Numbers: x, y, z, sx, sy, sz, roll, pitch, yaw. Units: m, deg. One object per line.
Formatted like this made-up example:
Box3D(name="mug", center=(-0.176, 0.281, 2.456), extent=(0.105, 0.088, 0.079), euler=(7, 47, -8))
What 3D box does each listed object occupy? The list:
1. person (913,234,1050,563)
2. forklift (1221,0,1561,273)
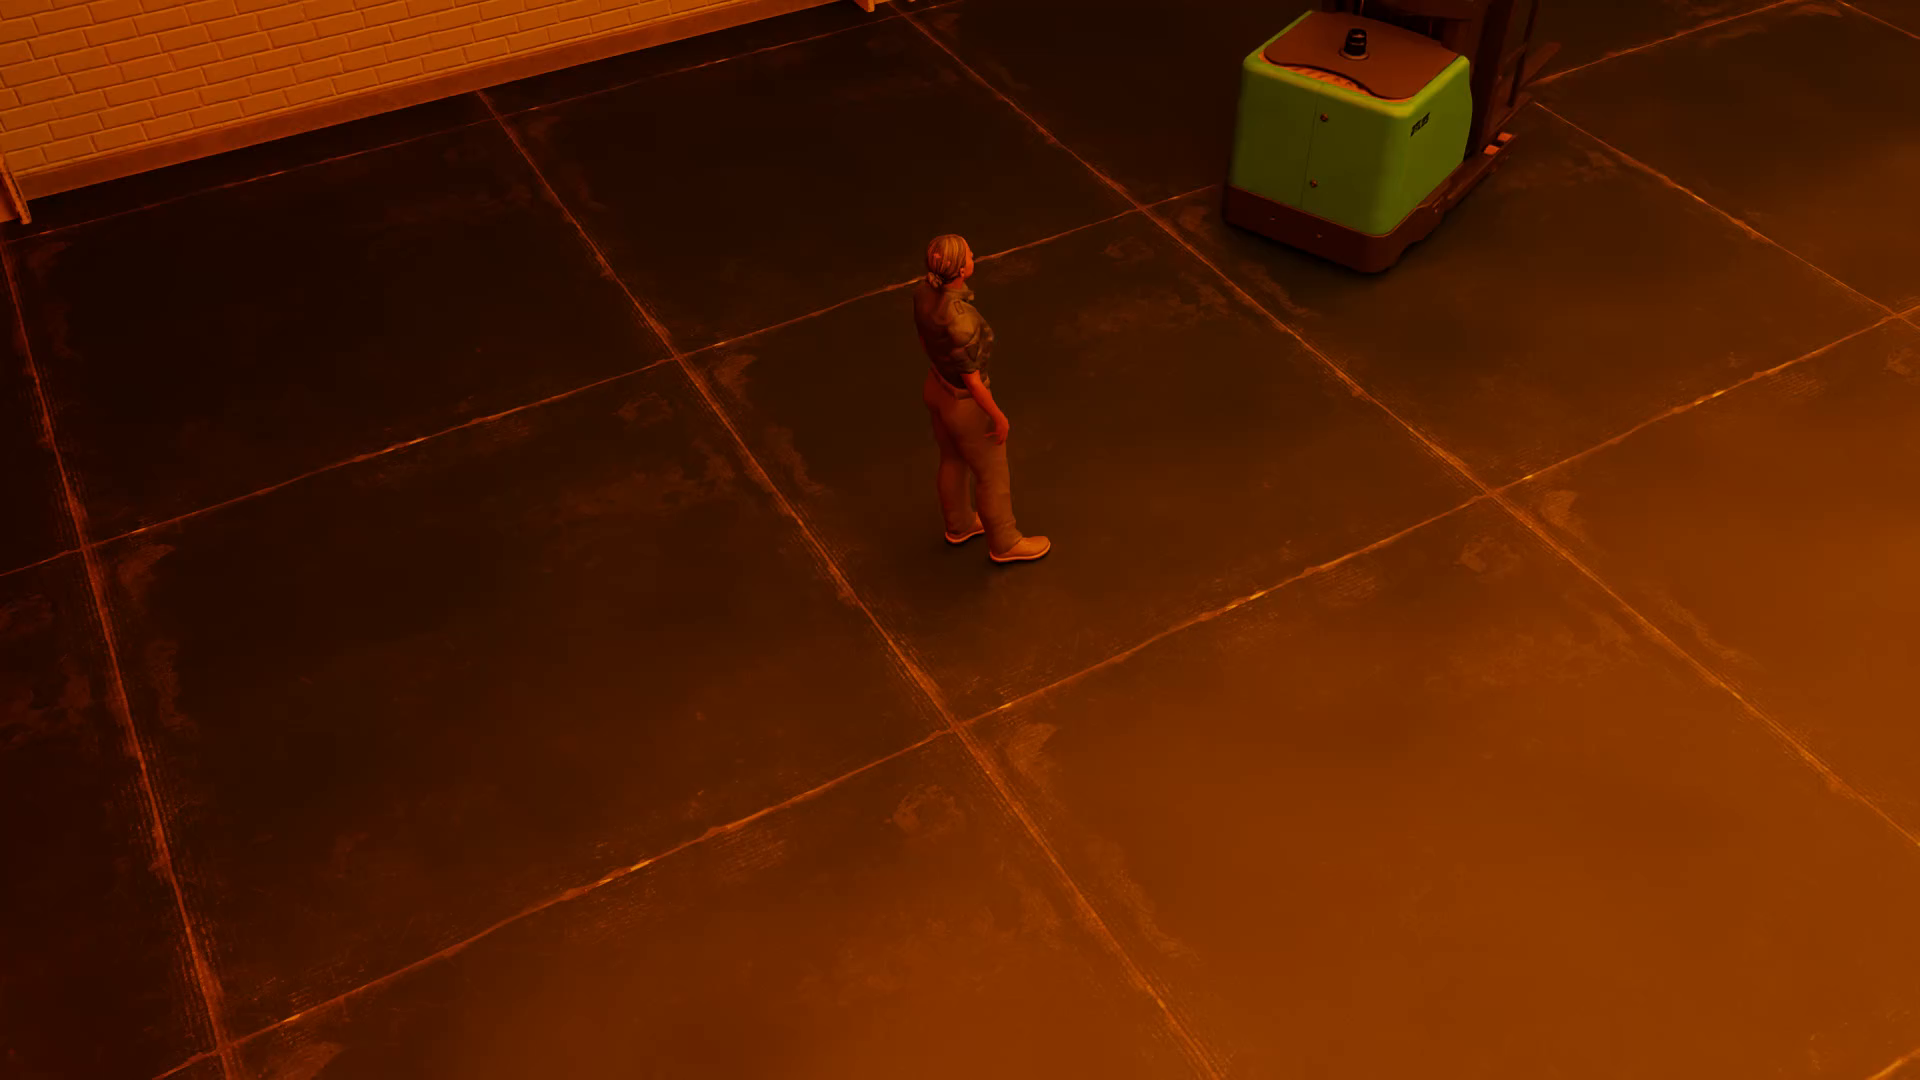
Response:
Box3D(name="person", center=(0.086, -0.630, 7.305), extent=(0.503, 1.656, 0.569), euler=(-21, 47, -21))
Box3D(name="forklift", center=(2.829, -3.533, 9.507), extent=(1.130, 2.935, 3.031), euler=(27, 49, 26))
